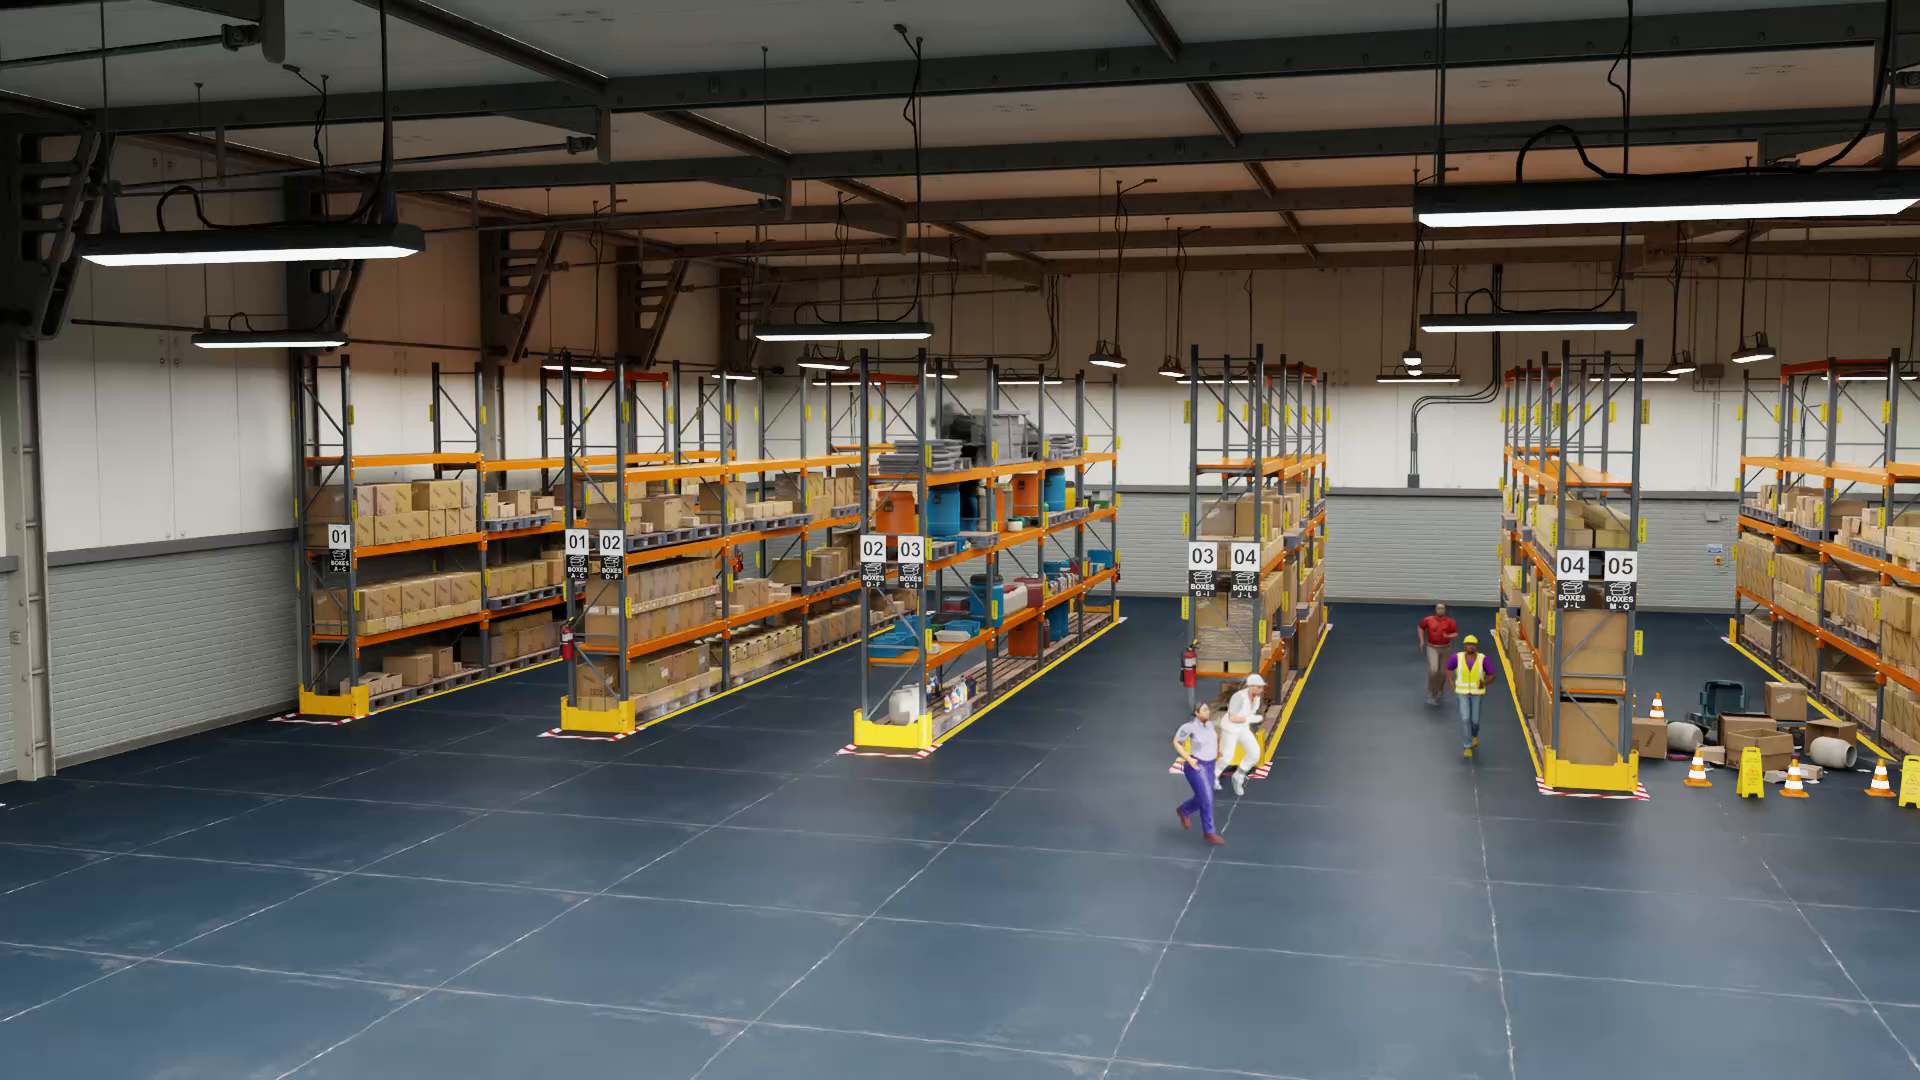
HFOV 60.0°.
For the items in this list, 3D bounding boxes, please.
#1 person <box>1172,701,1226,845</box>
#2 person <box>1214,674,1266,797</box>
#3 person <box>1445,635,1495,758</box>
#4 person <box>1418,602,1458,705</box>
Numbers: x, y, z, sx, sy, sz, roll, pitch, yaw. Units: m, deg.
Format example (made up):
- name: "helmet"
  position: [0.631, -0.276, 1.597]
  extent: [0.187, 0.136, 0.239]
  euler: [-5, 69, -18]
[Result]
- name: "person"
  position: [2.822, 2.709, 19.620]
  extent: [0.611, 1.643, 0.797]
  euler: [-4, 6, -44]
- name: "person"
  position: [3.673, 2.545, 21.848]
  extent: [0.701, 1.654, 0.976]
  euler: [-3, 6, -39]
- name: "person"
  position: [7.539, 2.279, 24.599]
  extent: [0.706, 1.767, 0.826]
  euler: [1, 4, 16]
- name: "person"
  position: [8.332, 1.985, 28.943]
  extent: [0.631, 1.798, 0.754]
  euler: [0, 4, 6]
